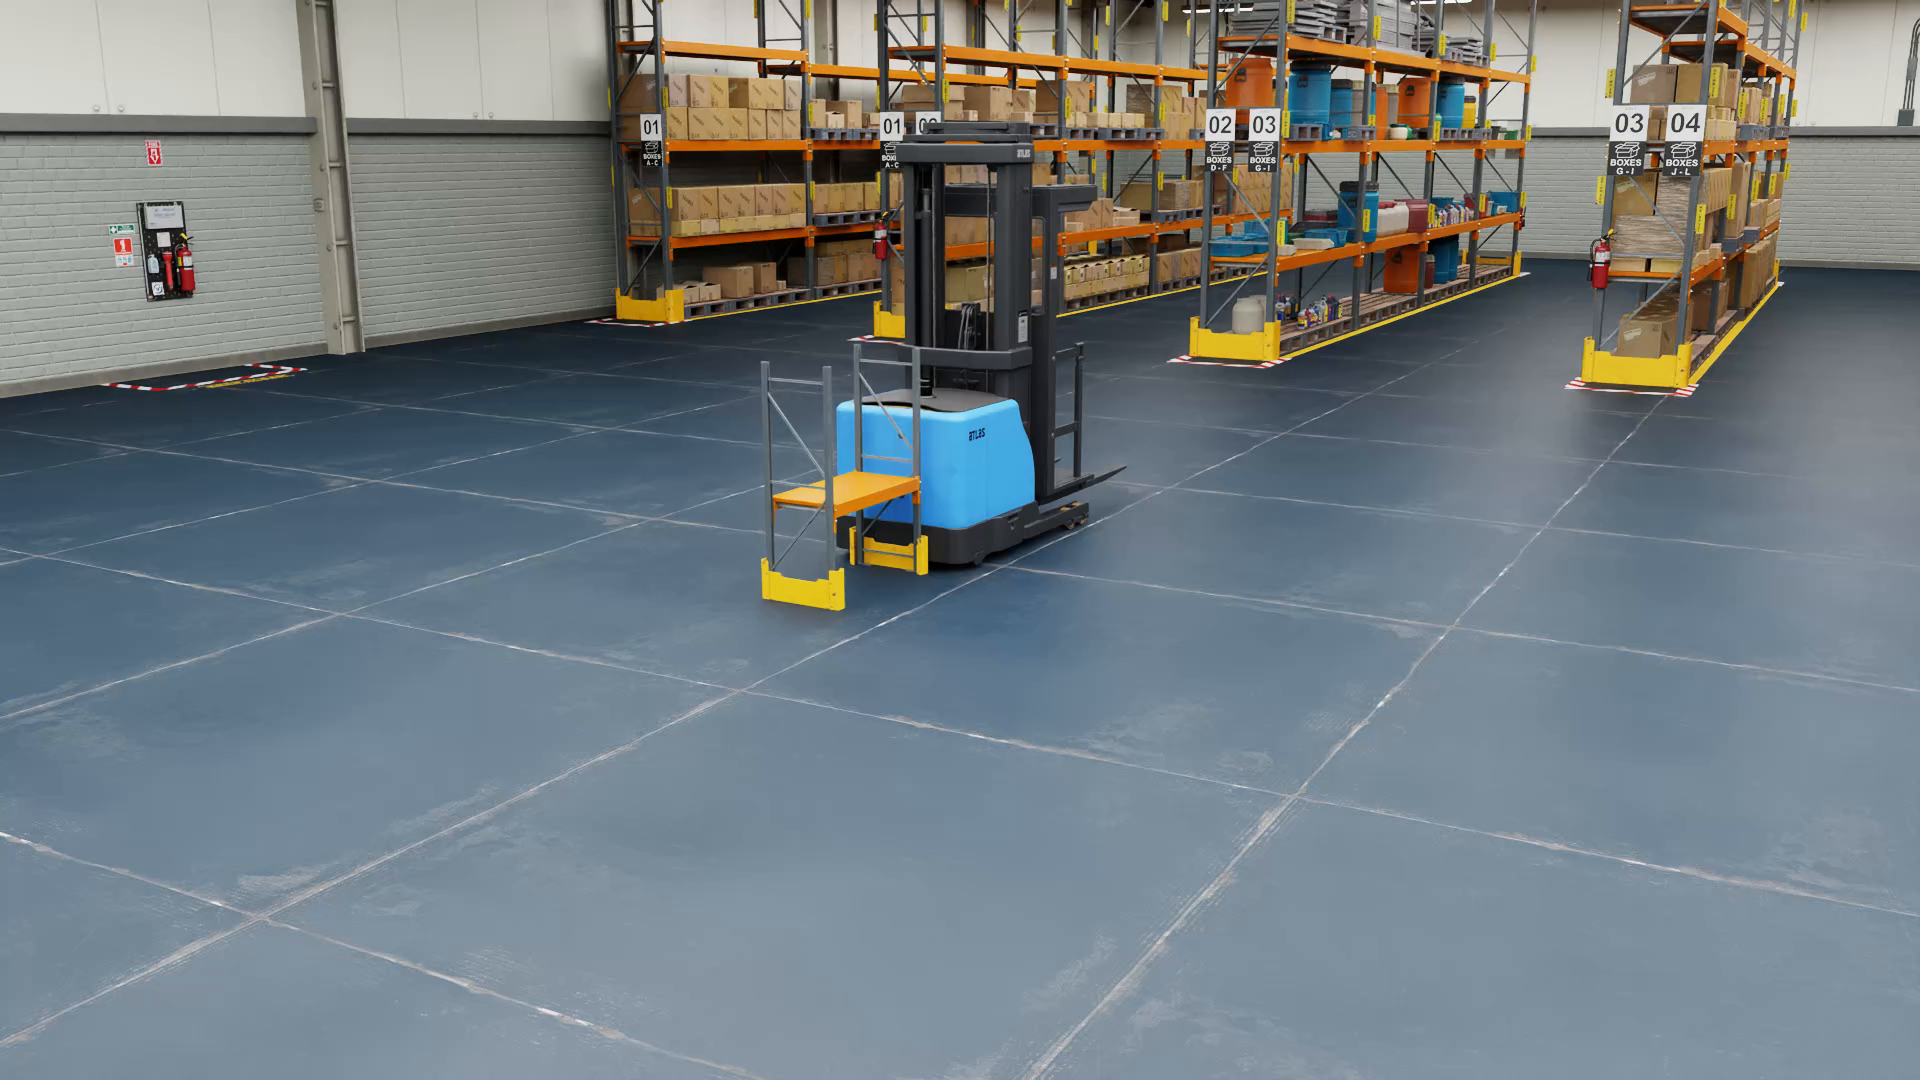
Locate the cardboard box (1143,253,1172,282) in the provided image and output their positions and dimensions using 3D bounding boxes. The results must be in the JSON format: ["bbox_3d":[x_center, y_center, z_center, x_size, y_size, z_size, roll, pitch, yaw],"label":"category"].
[{"bbox_3d":[3.653,-5.136,31.332,0.500,0.500,0.500,8,16,30],"label":"cardboard box"}]

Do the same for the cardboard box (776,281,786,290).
[{"bbox_3d":[-3.321,-4.539,29.569,0.380,0.166,0.250,5,15,21],"label":"cardboard box"}]

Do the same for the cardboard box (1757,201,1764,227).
[{"bbox_3d":[13.308,-5.487,28.179,0.500,0.500,0.500,7,15,27],"label":"cardboard box"}]

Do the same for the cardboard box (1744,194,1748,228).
[{"bbox_3d":[11.445,-4.965,25.117,0.700,0.500,0.500,10,17,36],"label":"cardboard box"}]

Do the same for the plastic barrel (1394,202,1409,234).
[{"bbox_3d":[7.207,-5.333,27.517,0.421,0.512,0.421,0,14,0],"label":"plastic barrel"}]

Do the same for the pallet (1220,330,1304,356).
[{"bbox_3d":[4.043,-2.704,22.800,1.003,0.211,1.213,7,15,28],"label":"pallet"}]

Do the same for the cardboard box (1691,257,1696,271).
[{"bbox_3d":[8.604,-3.320,19.940,0.380,0.149,0.250,7,15,28],"label":"cardboard box"}]

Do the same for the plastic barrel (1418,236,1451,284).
[{"bbox_3d":[8.831,-5.264,31.049,0.600,0.901,0.708,7,15,28],"label":"plastic barrel"}]

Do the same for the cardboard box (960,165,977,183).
[{"bbox_3d":[-0.173,-5.328,24.752,0.700,0.500,0.500,7,15,27],"label":"cardboard box"}]

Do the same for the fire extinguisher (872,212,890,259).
[{"bbox_3d":[-1.148,-4.426,24.156,0.296,0.674,0.183,7,15,28],"label":"fire extinguisher"}]

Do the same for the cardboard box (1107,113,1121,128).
[{"bbox_3d":[2.489,-7.341,29.105,0.500,0.250,0.500,7,15,27],"label":"cardboard box"}]

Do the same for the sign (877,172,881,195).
[{"bbox_3d":[-1.153,-5.177,24.132,0.100,0.325,0.005,7,15,28],"label":"sign"}]

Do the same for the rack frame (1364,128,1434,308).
[{"bbox_3d":[7.517,-5.514,28.506,1.000,3.000,0.127,7,15,28],"label":"rack frame"}]

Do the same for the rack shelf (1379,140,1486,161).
[{"bbox_3d":[8.484,-7.033,29.941,1.077,0.370,4.000,7,15,28],"label":"rack shelf"}]

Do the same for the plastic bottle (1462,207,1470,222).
[{"bbox_3d":[9.543,-6.157,31.437,0.152,0.276,0.135,7,15,28],"label":"plastic bottle"}]

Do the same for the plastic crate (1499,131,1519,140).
[{"bbox_3d":[11.158,-8.276,34.014,0.450,0.188,0.336,7,15,28],"label":"plastic crate"}]

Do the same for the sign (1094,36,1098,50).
[{"bbox_3d":[3.180,-11.623,38.881,0.100,0.325,0.005,7,15,28],"label":"sign"}]

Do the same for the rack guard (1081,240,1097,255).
[{"bbox_3d":[2.724,-7.068,40.283,1.175,0.500,0.348,7,15,28],"label":"rack guard"}]

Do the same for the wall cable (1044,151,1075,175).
[{"bbox_3d":[2.503,-9.142,41.385,0.084,1.984,1.851,7,15,28],"label":"wall cable"}]

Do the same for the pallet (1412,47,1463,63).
[{"bbox_3d":[7.893,-8.289,28.471,1.213,0.211,1.003,7,15,28],"label":"pallet"}]

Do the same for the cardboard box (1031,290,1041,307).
[{"bbox_3d":[0.966,-3.902,26.788,0.500,0.250,0.500,7,15,28],"label":"cardboard box"}]

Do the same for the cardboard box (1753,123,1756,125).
[{"bbox_3d":[11.610,-6.110,24.896,0.500,0.250,0.500,7,15,28],"label":"cardboard box"}]

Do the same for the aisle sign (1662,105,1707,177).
[{"bbox_3d":[8.218,-4.529,18.872,0.394,0.787,0.004,7,15,28],"label":"aisle sign"}]

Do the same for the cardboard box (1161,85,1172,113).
[{"bbox_3d":[3.646,-8.263,31.159,0.500,0.500,0.500,7,15,28],"label":"cardboard box"}]

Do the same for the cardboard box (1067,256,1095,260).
[{"bbox_3d":[2.178,-4.929,29.853,0.500,0.311,0.500,7,15,27],"label":"cardboard box"}]

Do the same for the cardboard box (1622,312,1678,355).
[{"bbox_3d":[8.561,-2.553,20.662,0.500,0.500,0.500,13,19,43],"label":"cardboard box"}]

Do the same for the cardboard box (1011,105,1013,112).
[{"bbox_3d":[0.514,-6.758,26.262,0.500,0.311,0.500,6,15,25],"label":"cardboard box"}]

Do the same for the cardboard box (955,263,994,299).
[{"bbox_3d":[0.240,-3.959,25.424,0.500,0.500,0.500,7,15,28],"label":"cardboard box"}]

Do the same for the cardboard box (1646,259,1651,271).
[{"bbox_3d":[8.064,-3.323,19.952,0.380,0.149,0.250,7,15,28],"label":"cardboard box"}]

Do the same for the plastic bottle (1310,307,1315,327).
[{"bbox_3d":[5.013,-3.188,23.740,0.097,0.271,0.097,0,14,0],"label":"plastic bottle"}]

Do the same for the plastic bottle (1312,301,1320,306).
[{"bbox_3d":[5.290,-3.391,24.571,0.152,0.276,0.135,7,15,28],"label":"plastic bottle"}]

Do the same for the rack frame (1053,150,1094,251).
[{"bbox_3d":[2.712,-8.278,39.970,1.000,3.000,0.127,7,15,28],"label":"rack frame"}]

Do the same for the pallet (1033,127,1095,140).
[{"bbox_3d":[1.664,-6.803,27.861,0.805,0.209,1.217,7,15,26],"label":"pallet"}]

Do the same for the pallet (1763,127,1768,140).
[{"bbox_3d":[12.118,-6.458,26.422,1.213,0.211,1.003,8,16,31],"label":"pallet"}]

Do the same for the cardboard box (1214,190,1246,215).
[{"bbox_3d":[5.601,-7.019,34.535,0.500,0.500,0.500,8,16,30],"label":"cardboard box"}]

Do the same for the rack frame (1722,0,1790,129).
[{"bbox_3d":[13.787,-8.690,28.879,1.000,3.000,0.127,7,15,28],"label":"rack frame"}]

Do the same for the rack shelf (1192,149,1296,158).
[{"bbox_3d":[6.083,-8.416,35.676,1.077,0.370,4.000,7,15,28],"label":"rack shelf"}]

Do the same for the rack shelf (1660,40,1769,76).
[{"bbox_3d":[10.886,-6.915,23.904,1.077,0.370,4.000,7,15,28],"label":"rack shelf"}]

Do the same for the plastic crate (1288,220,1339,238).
[{"bbox_3d":[5.219,-4.570,24.724,0.767,0.338,0.504,7,15,28],"label":"plastic crate"}]

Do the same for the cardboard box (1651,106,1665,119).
[{"bbox_3d":[8.075,-5.023,19.539,0.380,0.149,0.250,7,15,26],"label":"cardboard box"}]

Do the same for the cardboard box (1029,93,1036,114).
[{"bbox_3d":[1.369,-9.574,36.558,0.500,0.500,0.500,7,15,28],"label":"cardboard box"}]

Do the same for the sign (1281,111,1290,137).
[{"bbox_3d":[4.129,-5.272,21.083,0.100,0.325,0.005,7,15,28],"label":"sign"}]

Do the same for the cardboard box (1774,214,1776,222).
[{"bbox_3d":[15.219,-6.099,31.467,0.380,0.149,0.250,7,15,28],"label":"cardboard box"}]

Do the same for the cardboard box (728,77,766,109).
[{"bbox_3d":[-3.593,-7.463,27.801,0.500,0.500,0.500,7,15,26],"label":"cardboard box"}]

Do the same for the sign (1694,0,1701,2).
[{"bbox_3d":[11.365,-8.463,25.605,0.100,0.325,0.005,7,15,28],"label":"sign"}]

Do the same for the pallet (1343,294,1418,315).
[{"bbox_3d":[7.109,-4.004,28.192,1.003,0.211,1.213,7,15,28],"label":"pallet"}]

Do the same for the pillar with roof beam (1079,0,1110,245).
[{"bbox_3d":[7.029,-11.359,39.948,9.100,9.000,0.548,7,15,28],"label":"pillar with roof beam"}]

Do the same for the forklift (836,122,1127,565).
[{"bbox_3d":[0.318,-1.553,12.220,1.130,2.935,3.031,8,16,29],"label":"forklift"}]

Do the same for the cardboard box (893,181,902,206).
[{"bbox_3d":[-1.374,-6.802,32.694,0.700,0.500,0.500,5,15,21],"label":"cardboard box"}]

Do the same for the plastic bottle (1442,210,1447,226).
[{"bbox_3d":[8.680,-5.791,29.917,0.152,0.276,0.135,7,15,28],"label":"plastic bottle"}]

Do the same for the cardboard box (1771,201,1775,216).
[{"bbox_3d":[14.733,-6.121,30.706,0.500,0.250,0.500,8,16,29],"label":"cardboard box"}]

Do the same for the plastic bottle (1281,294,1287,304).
[{"bbox_3d":[4.830,-3.501,24.869,0.144,0.351,0.185,8,16,30],"label":"plastic bottle"}]

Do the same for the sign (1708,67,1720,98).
[{"bbox_3d":[8.461,-5.133,18.662,0.100,0.325,0.005,7,15,28],"label":"sign"}]

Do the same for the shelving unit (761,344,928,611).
[{"bbox_3d":[-0.732,-0.436,10.643,0.587,1.500,1.083,8,16,29],"label":"shelving unit"}]

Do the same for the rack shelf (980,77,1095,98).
[{"bbox_3d":[1.745,-10.240,37.696,1.077,0.370,4.000,7,15,28],"label":"rack shelf"}]

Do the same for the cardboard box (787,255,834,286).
[{"bbox_3d":[-2.748,-4.968,30.634,0.700,0.500,0.500,8,16,30],"label":"cardboard box"}]
